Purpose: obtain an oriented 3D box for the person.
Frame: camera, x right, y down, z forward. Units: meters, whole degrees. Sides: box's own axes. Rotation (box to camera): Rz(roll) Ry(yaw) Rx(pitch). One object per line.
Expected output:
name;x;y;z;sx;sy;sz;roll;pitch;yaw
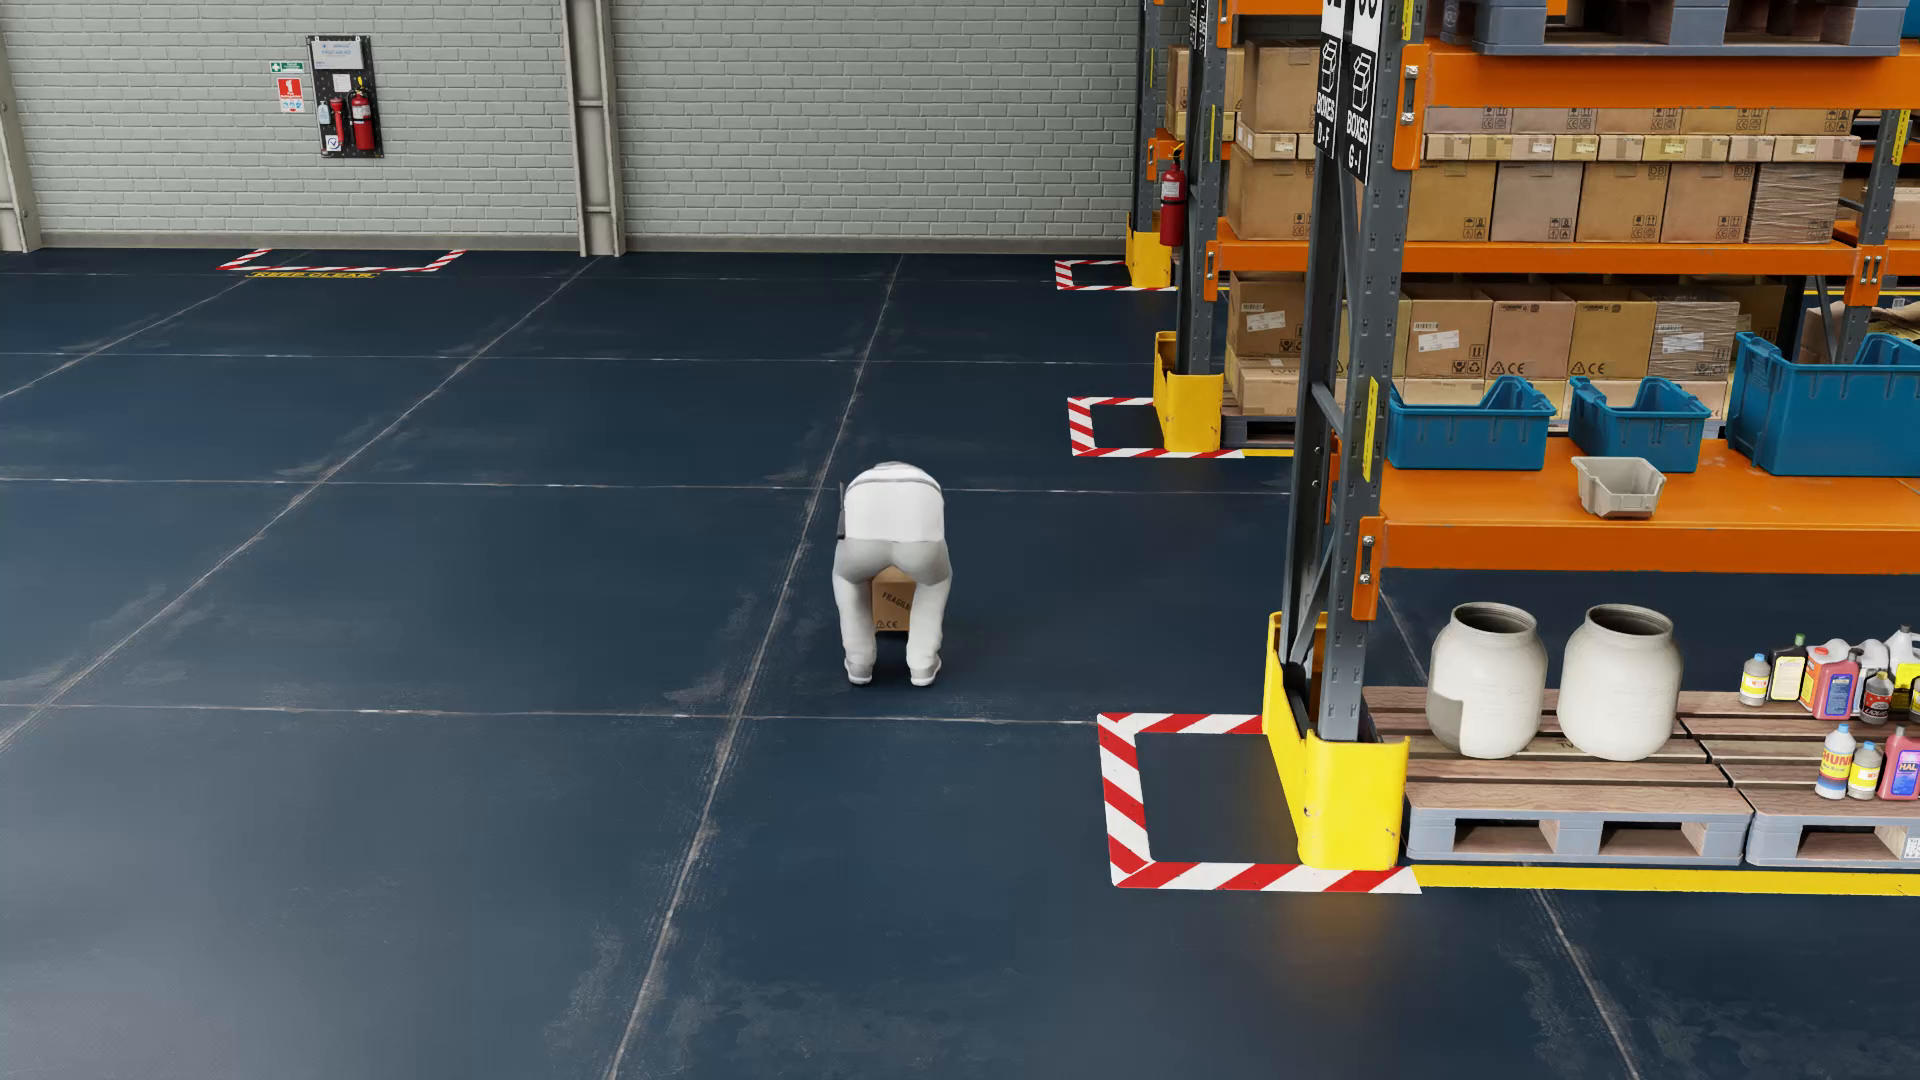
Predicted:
person;-0.303;0.081;7.471;0.540;0.965;1.023;0;21;-1
